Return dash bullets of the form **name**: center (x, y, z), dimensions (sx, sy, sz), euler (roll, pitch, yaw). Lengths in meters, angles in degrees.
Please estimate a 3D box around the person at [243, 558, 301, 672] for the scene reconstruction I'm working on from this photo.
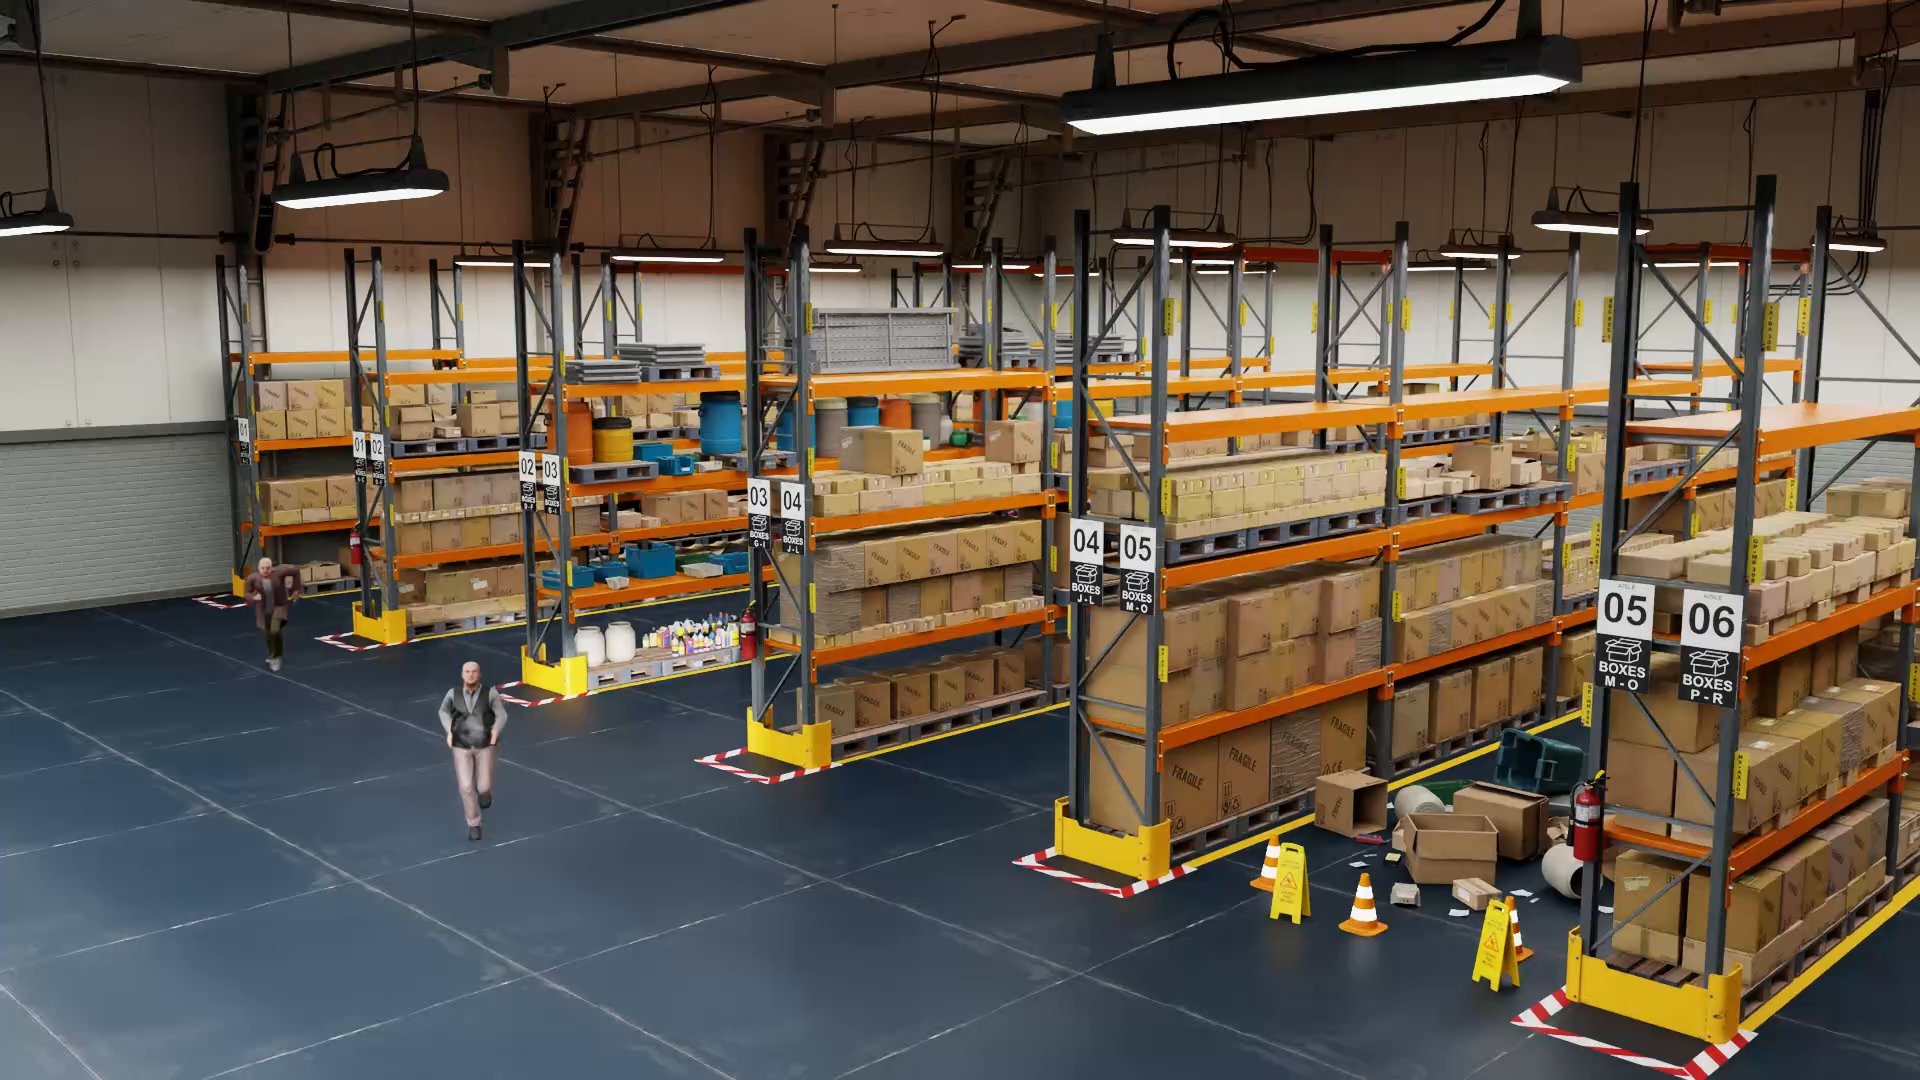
- **person**: center (-9.714, 1.035, 23.545), dimensions (0.744, 1.676, 1.051), euler (-2, 8, -15)

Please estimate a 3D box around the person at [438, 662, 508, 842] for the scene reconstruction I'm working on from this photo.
- **person**: center (-4.785, 2.035, 16.370), dimensions (0.662, 1.708, 0.805), euler (-2, 8, -13)

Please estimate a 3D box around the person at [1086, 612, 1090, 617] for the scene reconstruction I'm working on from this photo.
- **person**: center (1.889, 0.406, 25.952), dimensions (0.586, 1.648, 0.506), euler (7, 10, 39)
